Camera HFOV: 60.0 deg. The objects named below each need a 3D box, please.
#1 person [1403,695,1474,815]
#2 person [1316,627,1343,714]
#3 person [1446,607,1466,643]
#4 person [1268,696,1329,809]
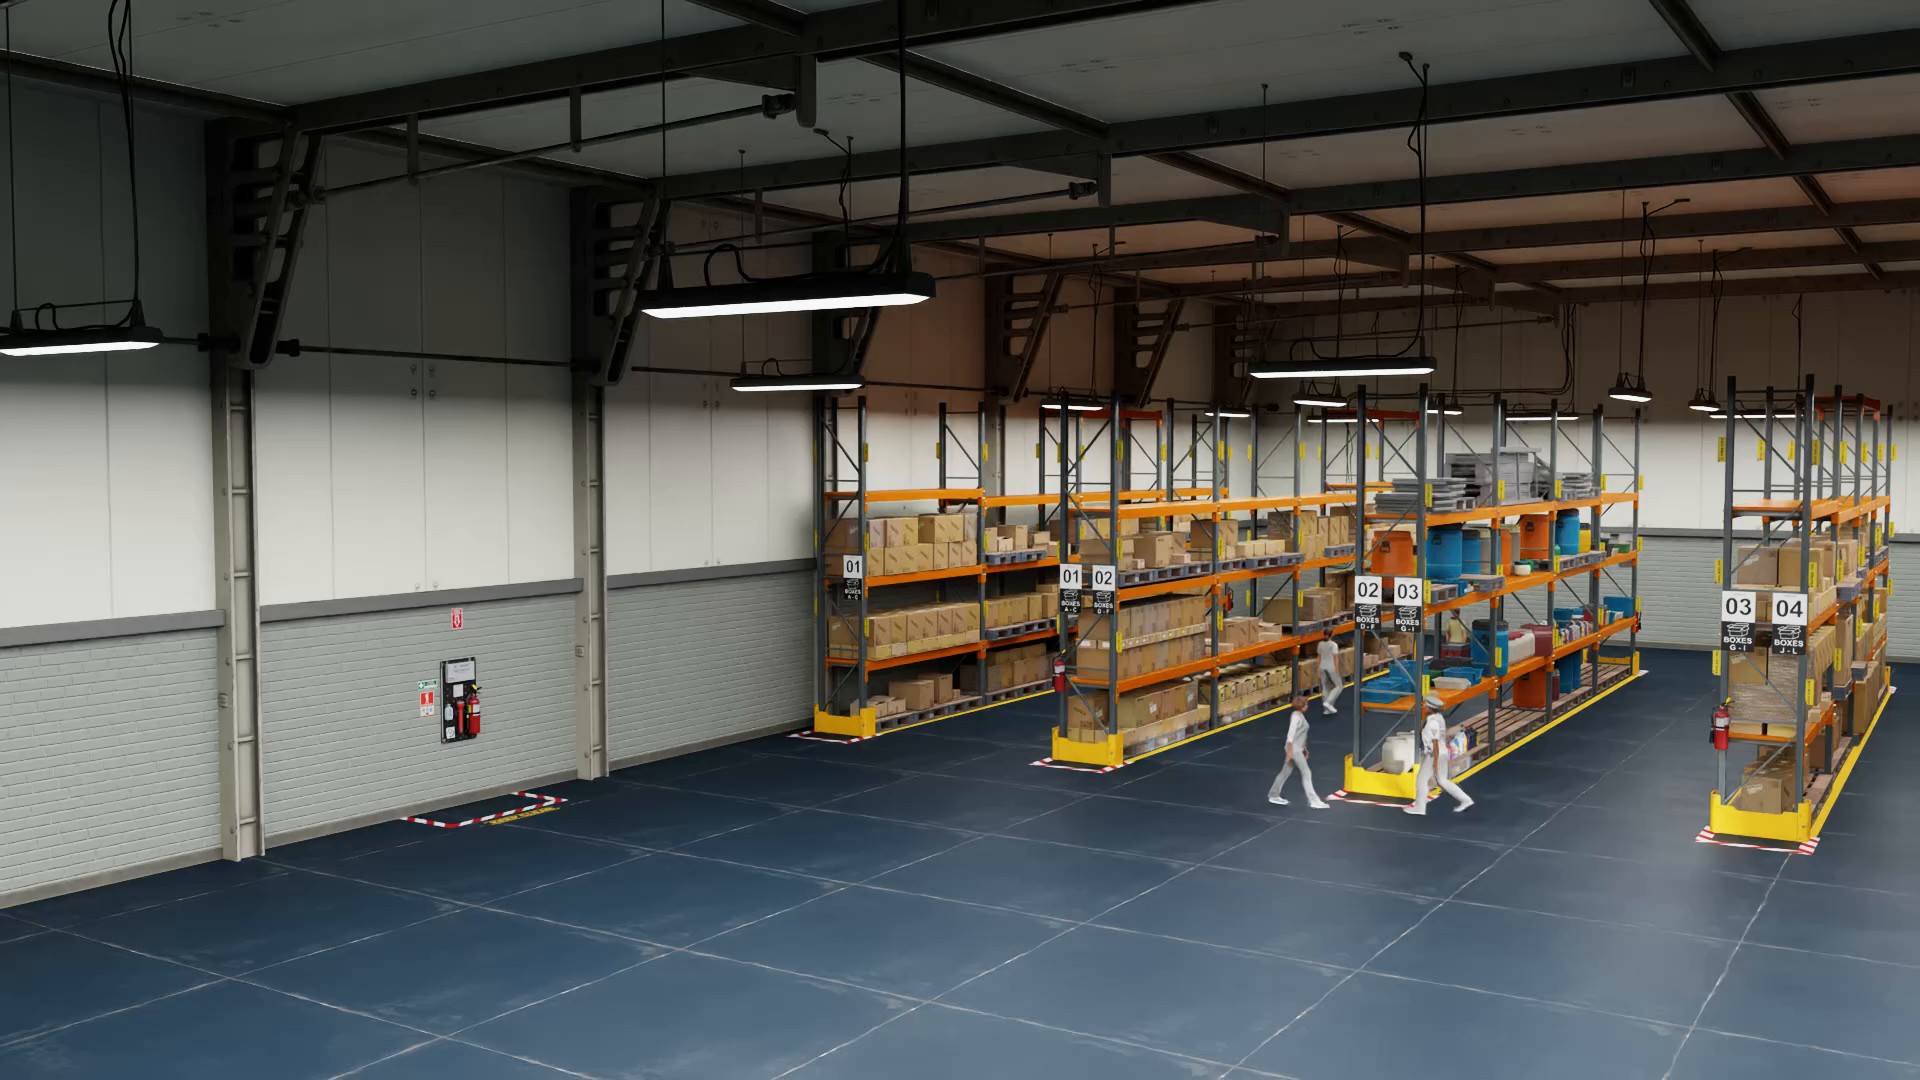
[{"bbox_3d":[6.591,2.963,22.861,0.923,1.647,0.466,2,3,28],"label":"person"},{"bbox_3d":[7.028,2.514,31.788,0.495,1.646,0.491,3,4,40],"label":"person"},{"bbox_3d":[10.737,2.284,35.922,0.524,1.668,0.491,2,4,37],"label":"person"},{"bbox_3d":[4.778,2.971,23.456,0.848,1.551,0.456,1,3,10],"label":"person"}]
